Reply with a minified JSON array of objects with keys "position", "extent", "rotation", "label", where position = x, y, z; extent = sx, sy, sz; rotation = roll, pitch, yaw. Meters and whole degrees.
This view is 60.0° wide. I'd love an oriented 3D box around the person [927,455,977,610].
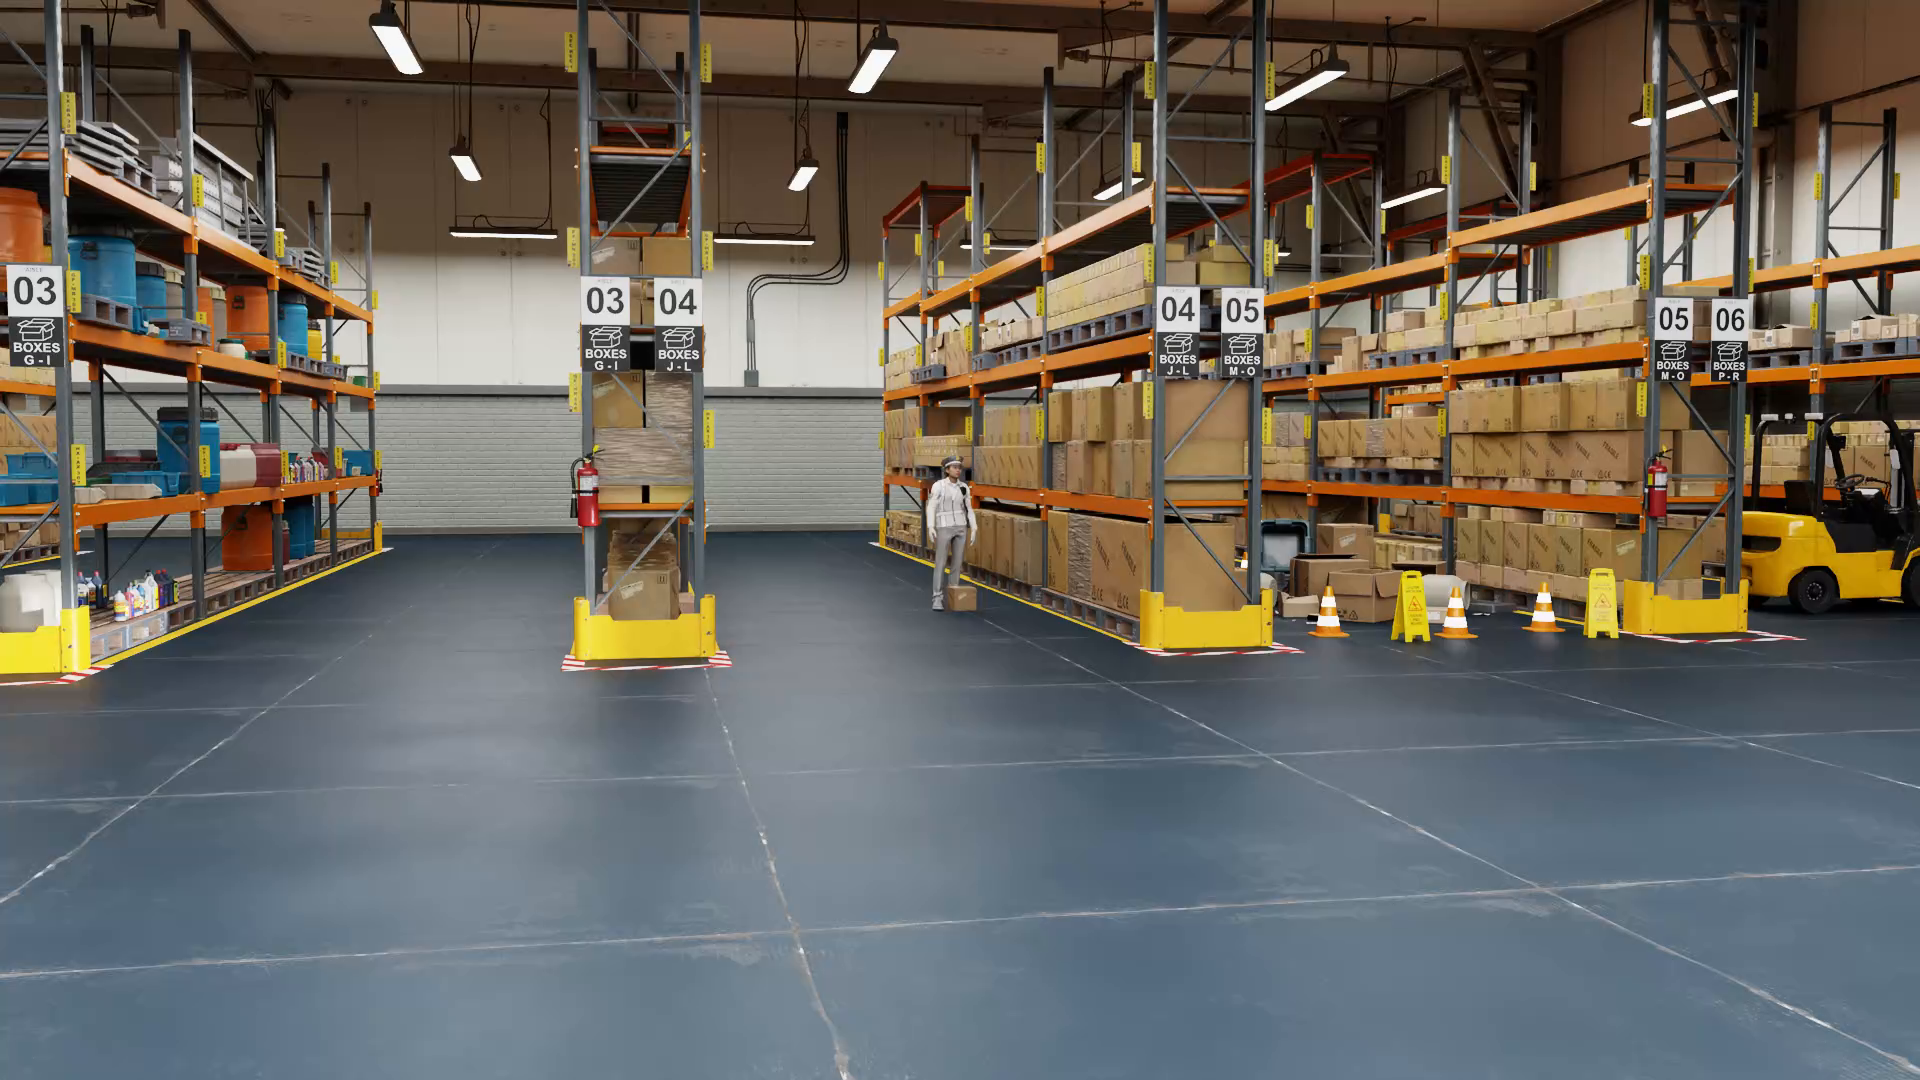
[{"position":[-0.073,-0.095,18.409],"extent":[0.586,1.694,0.530],"rotation":[-1,3,-18],"label":"person"}]
